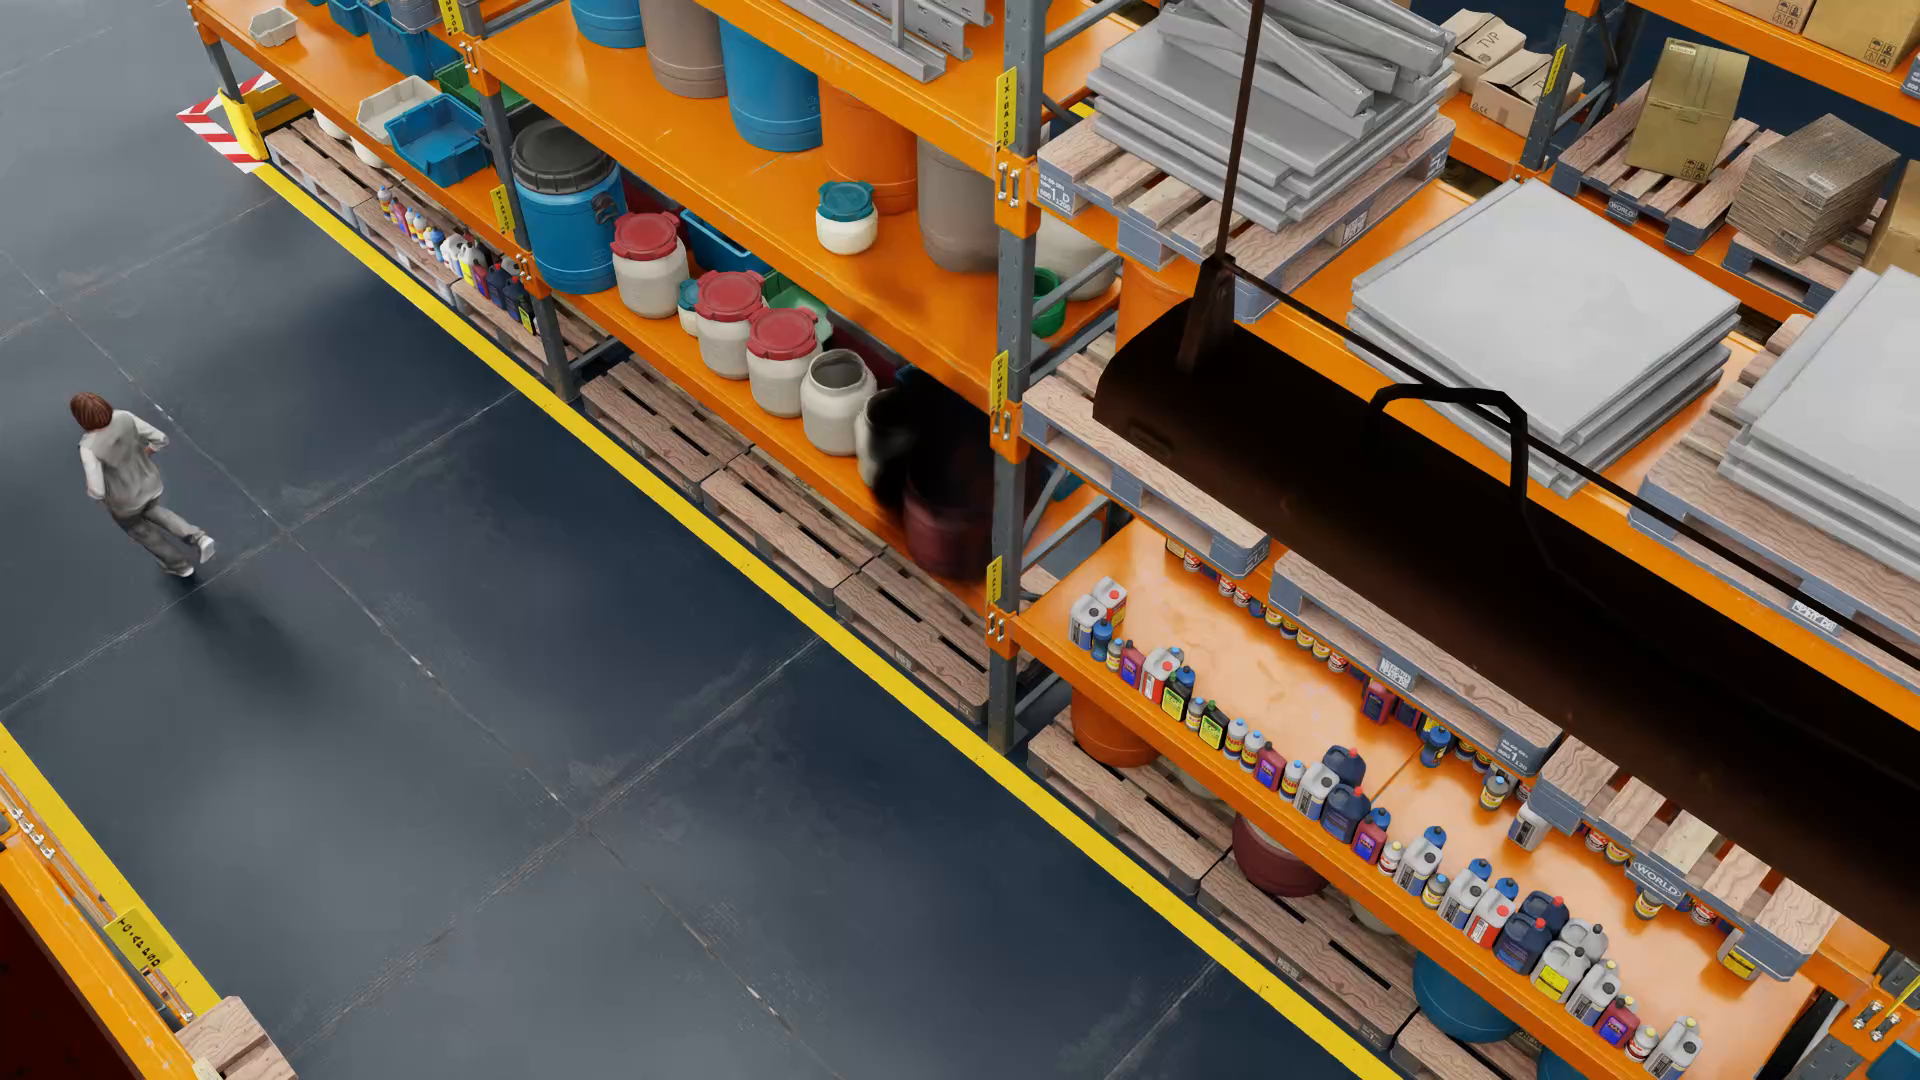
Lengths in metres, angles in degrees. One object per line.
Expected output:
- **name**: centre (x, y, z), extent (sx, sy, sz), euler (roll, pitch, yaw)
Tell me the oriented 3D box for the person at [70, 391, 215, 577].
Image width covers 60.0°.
- **person**: centre (-4.742, -0.276, 9.619), extent (0.549, 1.557, 0.538), euler (21, 53, 17)
